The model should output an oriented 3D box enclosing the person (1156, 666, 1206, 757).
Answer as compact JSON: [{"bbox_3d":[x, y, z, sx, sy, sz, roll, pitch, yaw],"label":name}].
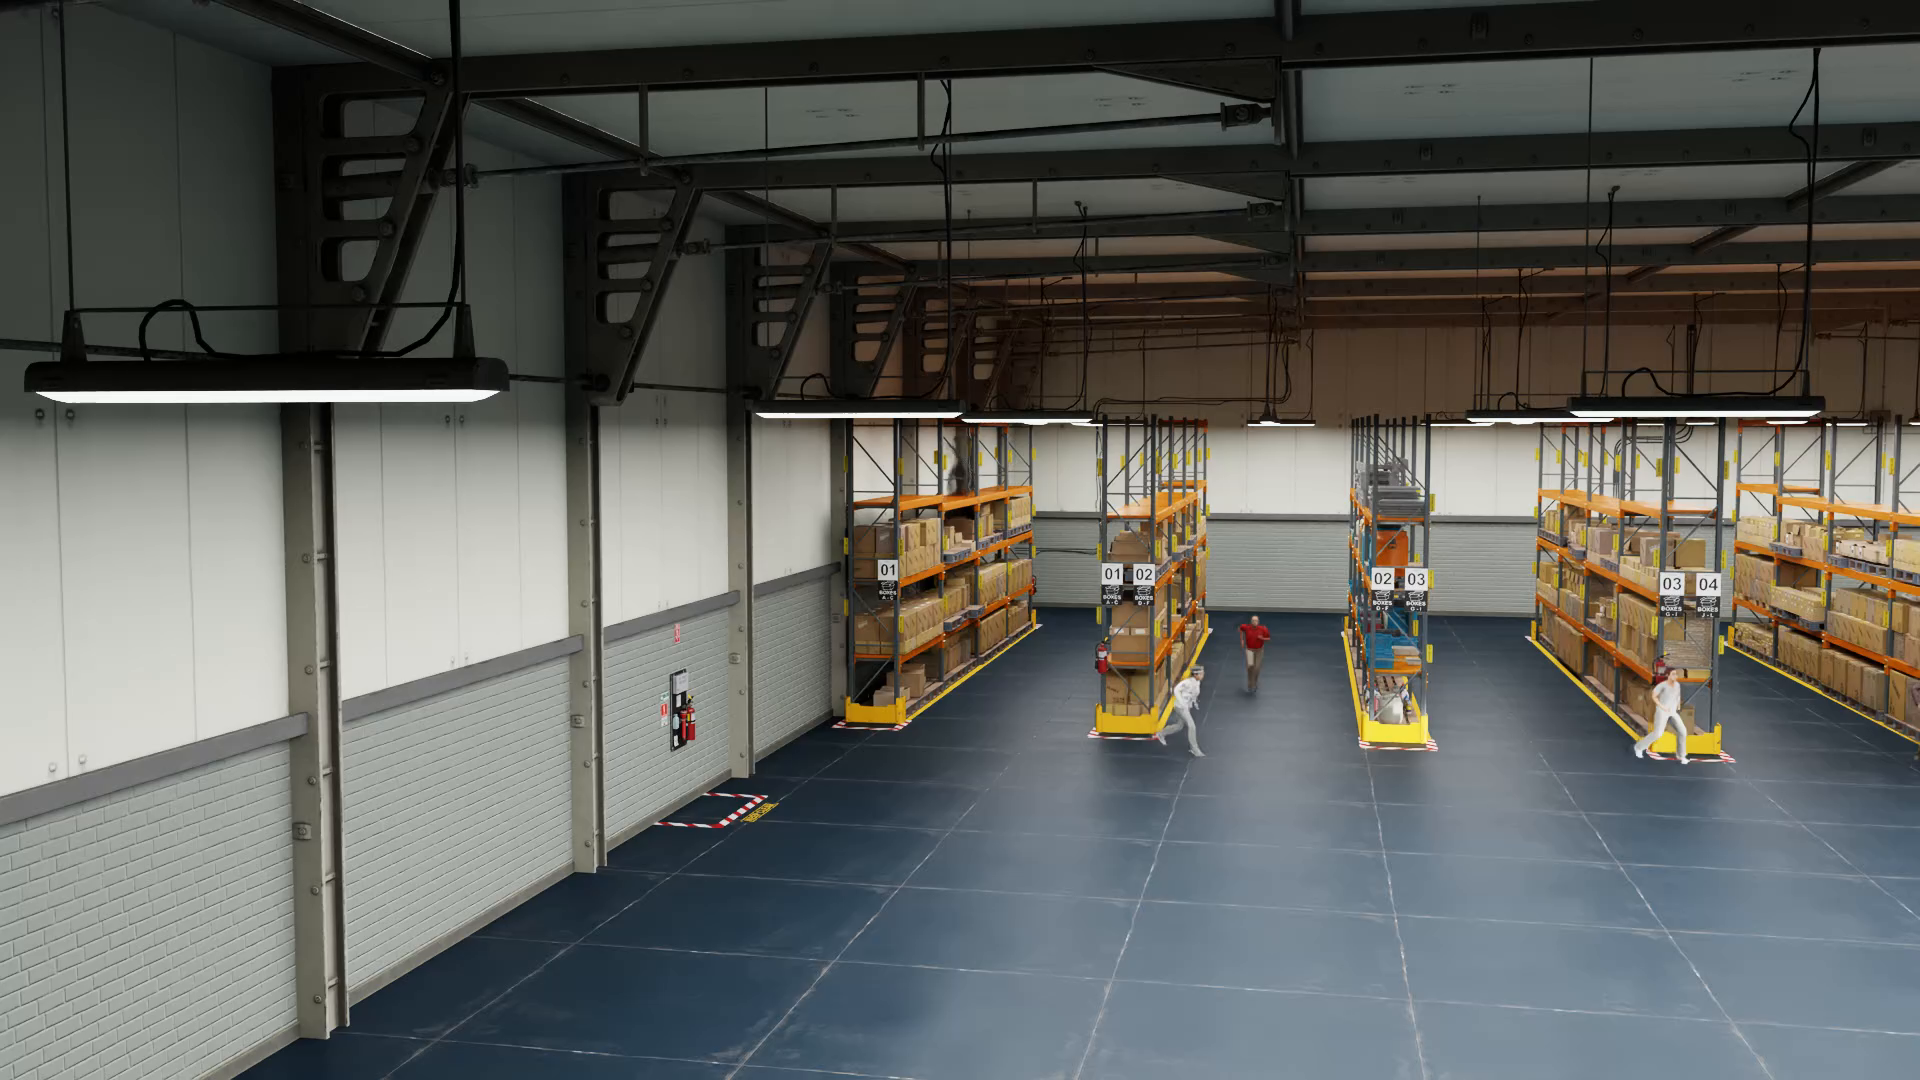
[{"bbox_3d":[3.870,2.997,29.285,0.946,1.627,0.644,3,5,37],"label":"person"}]

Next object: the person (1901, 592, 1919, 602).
[{"bbox_3d":[25.432,1.892,44.430,0.853,1.815,0.674,1,4,18],"label":"person"}]

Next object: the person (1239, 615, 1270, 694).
[{"bbox_3d":[6.410,2.479,36.211,0.648,1.722,0.936,0,4,4],"label":"person"}]

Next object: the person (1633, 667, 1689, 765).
[{"bbox_3d":[12.128,3.011,28.639,0.807,1.662,0.743,-2,4,-23],"label":"person"}]

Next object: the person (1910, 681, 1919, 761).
[{"bbox_3d":[16.502,2.995,28.076,0.704,1.840,0.701,-2,4,-28],"label":"person"}]
